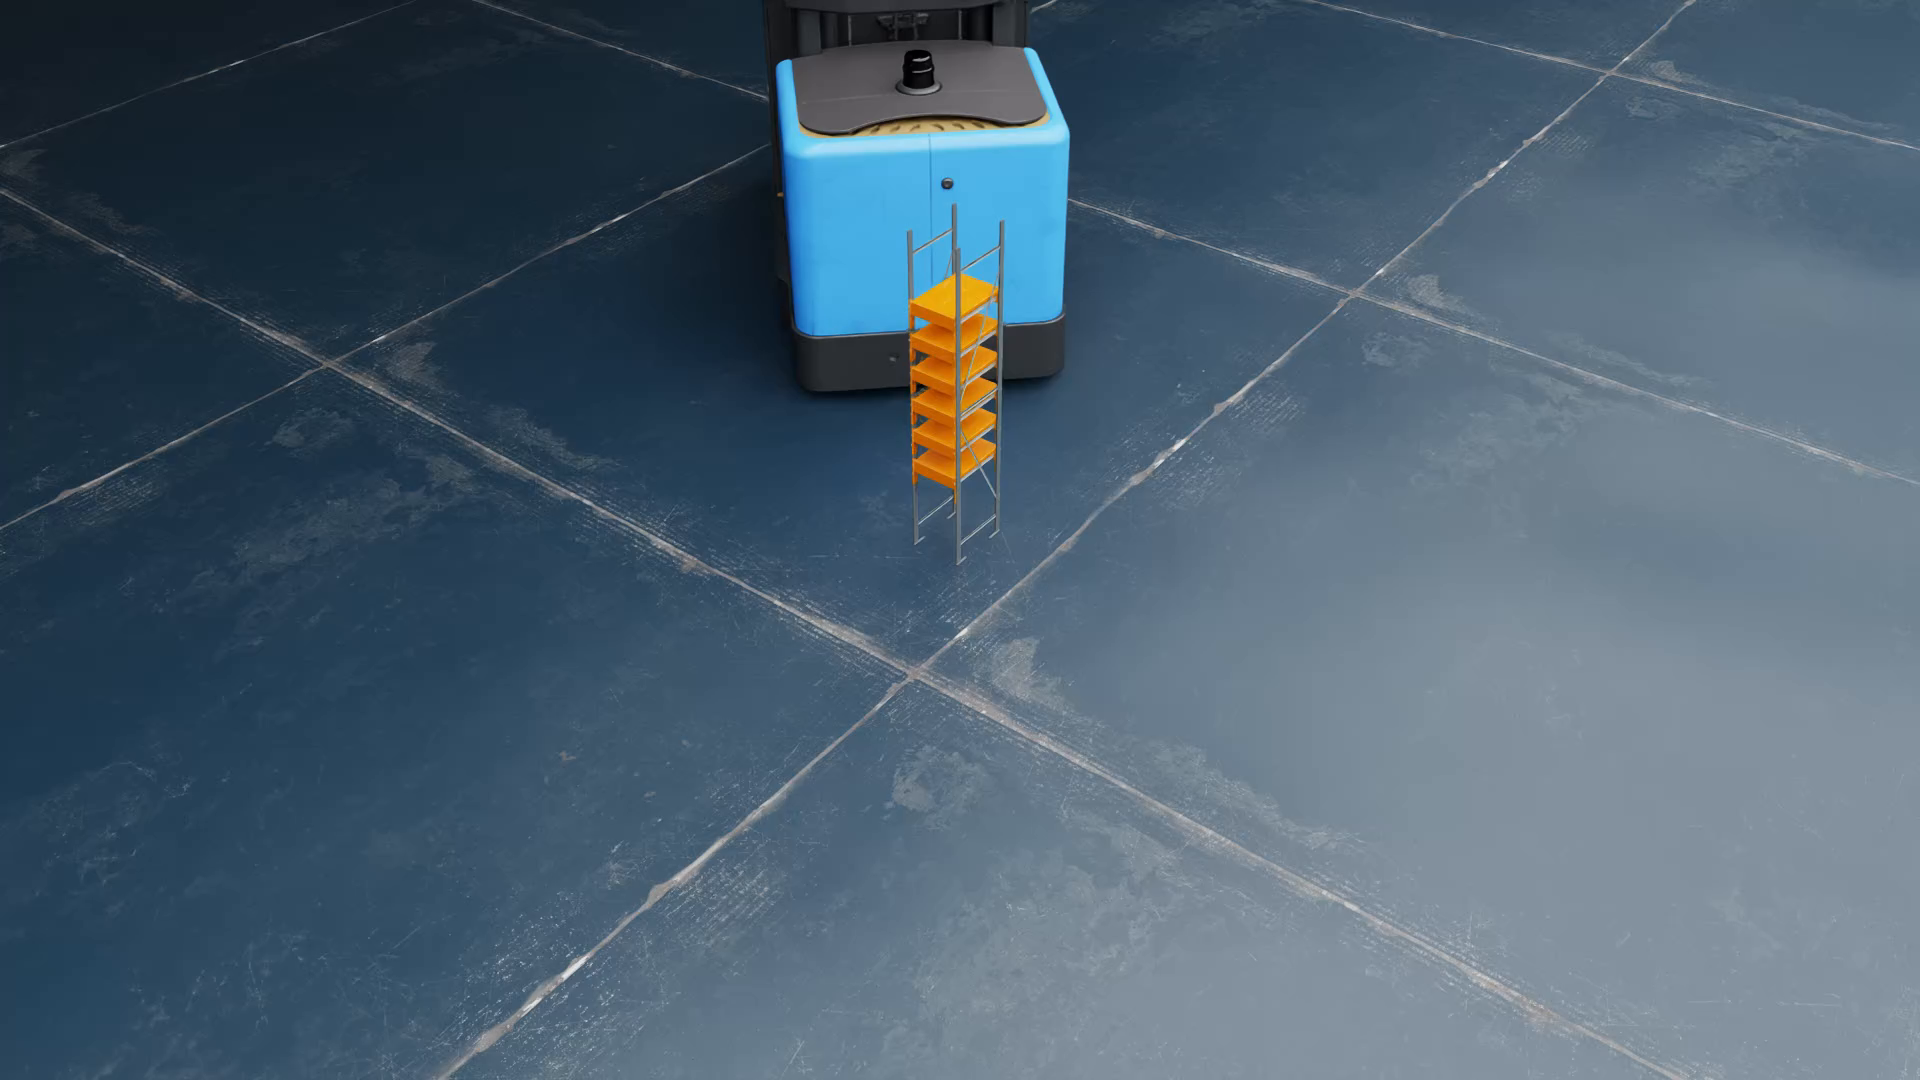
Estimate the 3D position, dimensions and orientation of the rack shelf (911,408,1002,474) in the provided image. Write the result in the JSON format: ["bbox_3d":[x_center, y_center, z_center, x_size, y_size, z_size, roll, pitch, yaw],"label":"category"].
[{"bbox_3d":[-0.011,-0.348,5.488,0.180,0.103,0.258,25,45,29],"label":"rack shelf"}]

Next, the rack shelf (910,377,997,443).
[{"bbox_3d":[-0.011,-0.443,5.414,0.180,0.103,0.258,25,45,29],"label":"rack shelf"}]

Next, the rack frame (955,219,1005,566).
[{"bbox_3d":[0.061,-0.444,5.343,0.006,1.200,0.240,25,45,29],"label":"rack frame"}]

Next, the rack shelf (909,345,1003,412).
[{"bbox_3d":[-0.011,-0.537,5.340,0.180,0.103,0.258,25,45,29],"label":"rack shelf"}]

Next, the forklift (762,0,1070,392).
[{"bbox_3d":[-0.291,-2.621,6.720,1.130,2.935,3.031,-4,38,-6],"label":"forklift"}]

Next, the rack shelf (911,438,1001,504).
[{"bbox_3d":[-0.011,-0.254,5.562,0.180,0.103,0.258,25,45,29],"label":"rack shelf"}]

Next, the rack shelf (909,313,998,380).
[{"bbox_3d":[-0.011,-0.632,5.266,0.180,0.103,0.258,25,45,29],"label":"rack shelf"}]

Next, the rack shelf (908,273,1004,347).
[{"bbox_3d":[-0.011,-0.726,5.193,0.180,0.103,0.258,25,45,29],"label":"rack shelf"}]

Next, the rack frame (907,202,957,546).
[{"bbox_3d":[-0.084,-0.512,5.431,0.006,1.200,0.240,25,45,29],"label":"rack frame"}]

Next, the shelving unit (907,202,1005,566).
[{"bbox_3d":[-0.011,-0.478,5.387,0.189,1.200,0.258,25,45,29],"label":"shelving unit"}]
